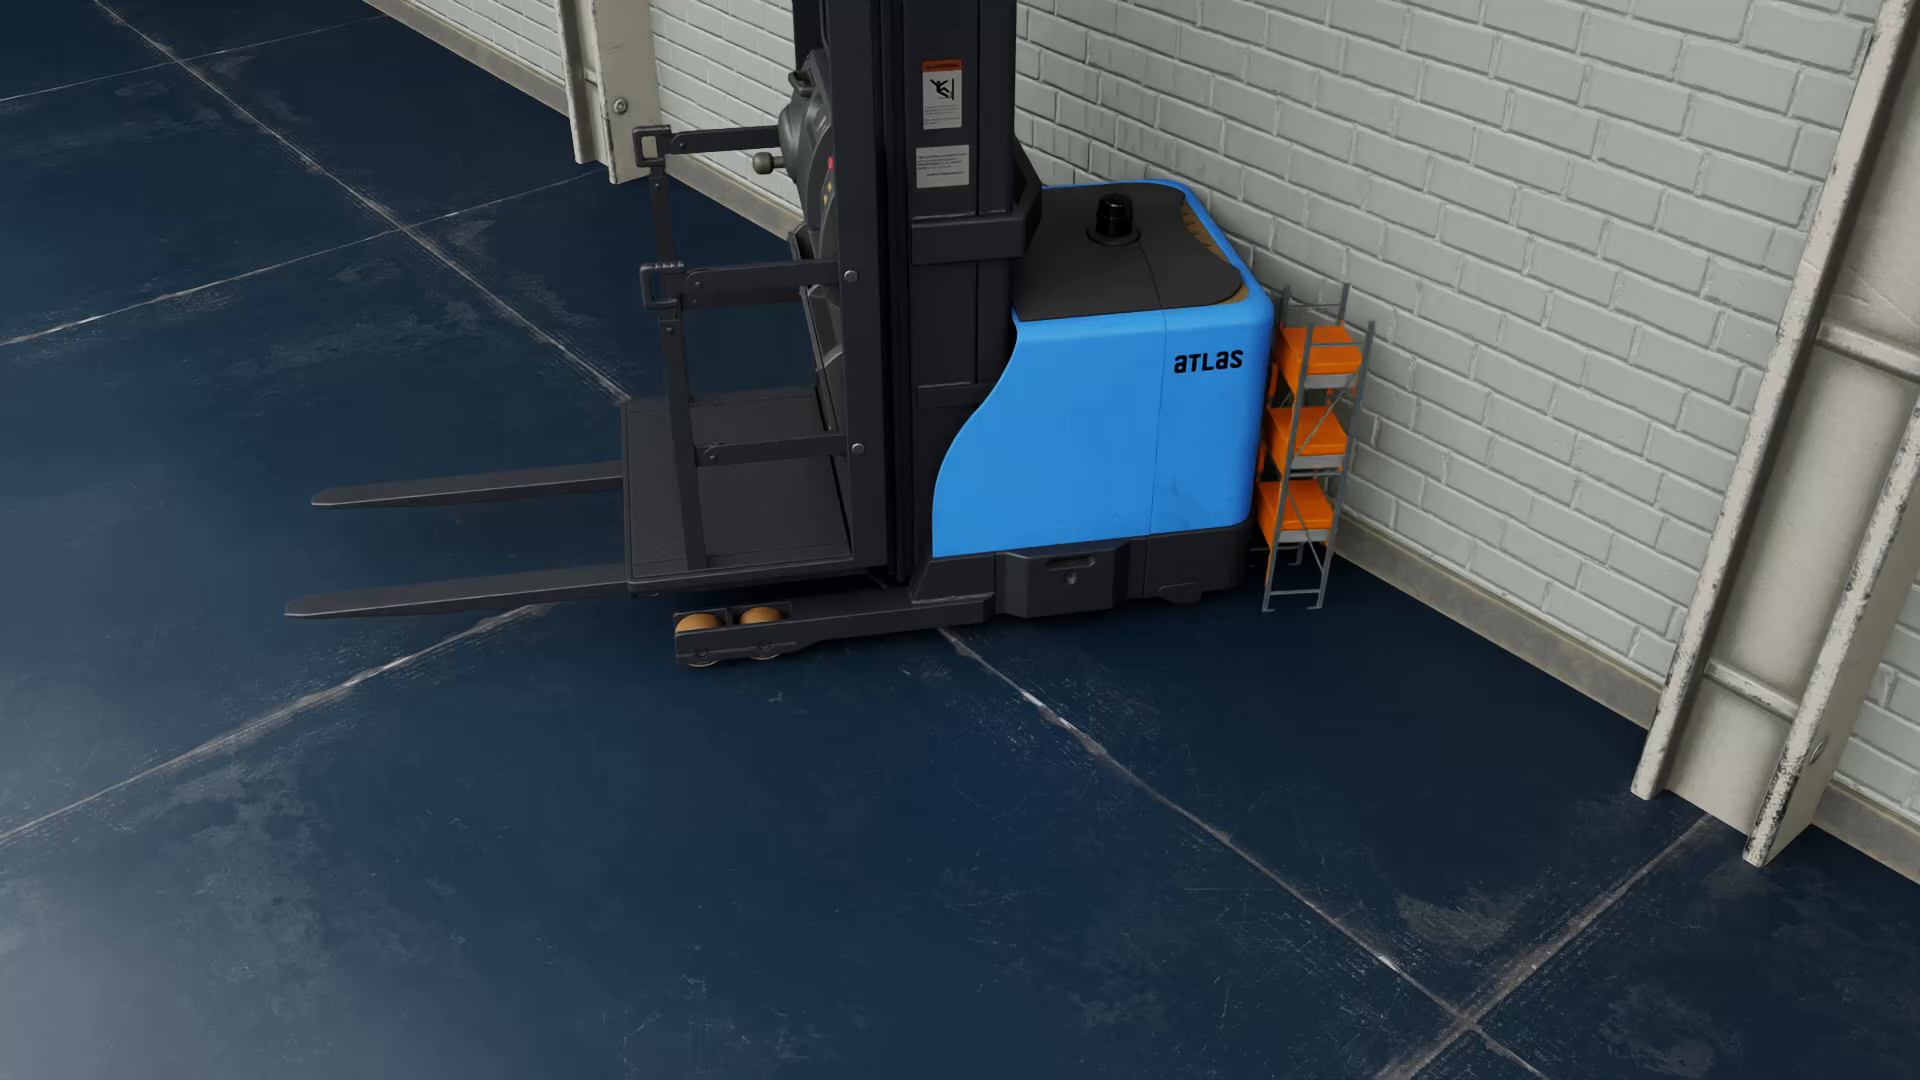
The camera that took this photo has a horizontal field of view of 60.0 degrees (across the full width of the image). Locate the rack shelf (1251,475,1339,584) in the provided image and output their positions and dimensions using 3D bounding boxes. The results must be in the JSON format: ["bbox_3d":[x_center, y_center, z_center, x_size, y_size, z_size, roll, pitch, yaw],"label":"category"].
[{"bbox_3d":[1.073,-0.036,5.387,0.215,0.259,0.240,-3,35,-6],"label":"rack shelf"}]

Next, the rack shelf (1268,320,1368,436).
[{"bbox_3d":[1.087,-0.495,5.064,0.215,0.259,0.240,-3,35,-6],"label":"rack shelf"}]

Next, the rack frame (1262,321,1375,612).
[{"bbox_3d":[1.094,-0.202,5.122,0.200,1.050,0.008,-3,35,-6],"label":"rack frame"}]

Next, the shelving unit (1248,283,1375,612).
[{"bbox_3d":[1.080,-0.272,5.221,0.215,1.050,0.252,-3,35,-6],"label":"shelving unit"}]

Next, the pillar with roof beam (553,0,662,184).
[{"bbox_3d":[-5.007,-3.972,3.572,9.100,9.000,0.400,-26,43,-32],"label":"pillar with roof beam"}]

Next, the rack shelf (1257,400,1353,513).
[{"bbox_3d":[1.080,-0.263,5.227,0.215,0.259,0.240,-3,35,-6],"label":"rack shelf"}]

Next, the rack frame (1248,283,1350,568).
[{"bbox_3d":[1.066,-0.342,5.320,0.200,1.050,0.008,-3,35,-6],"label":"rack frame"}]

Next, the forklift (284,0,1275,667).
[{"bbox_3d":[-0.620,-1.131,4.812,3.031,2.935,1.130,-6,36,-8],"label":"forklift"}]
